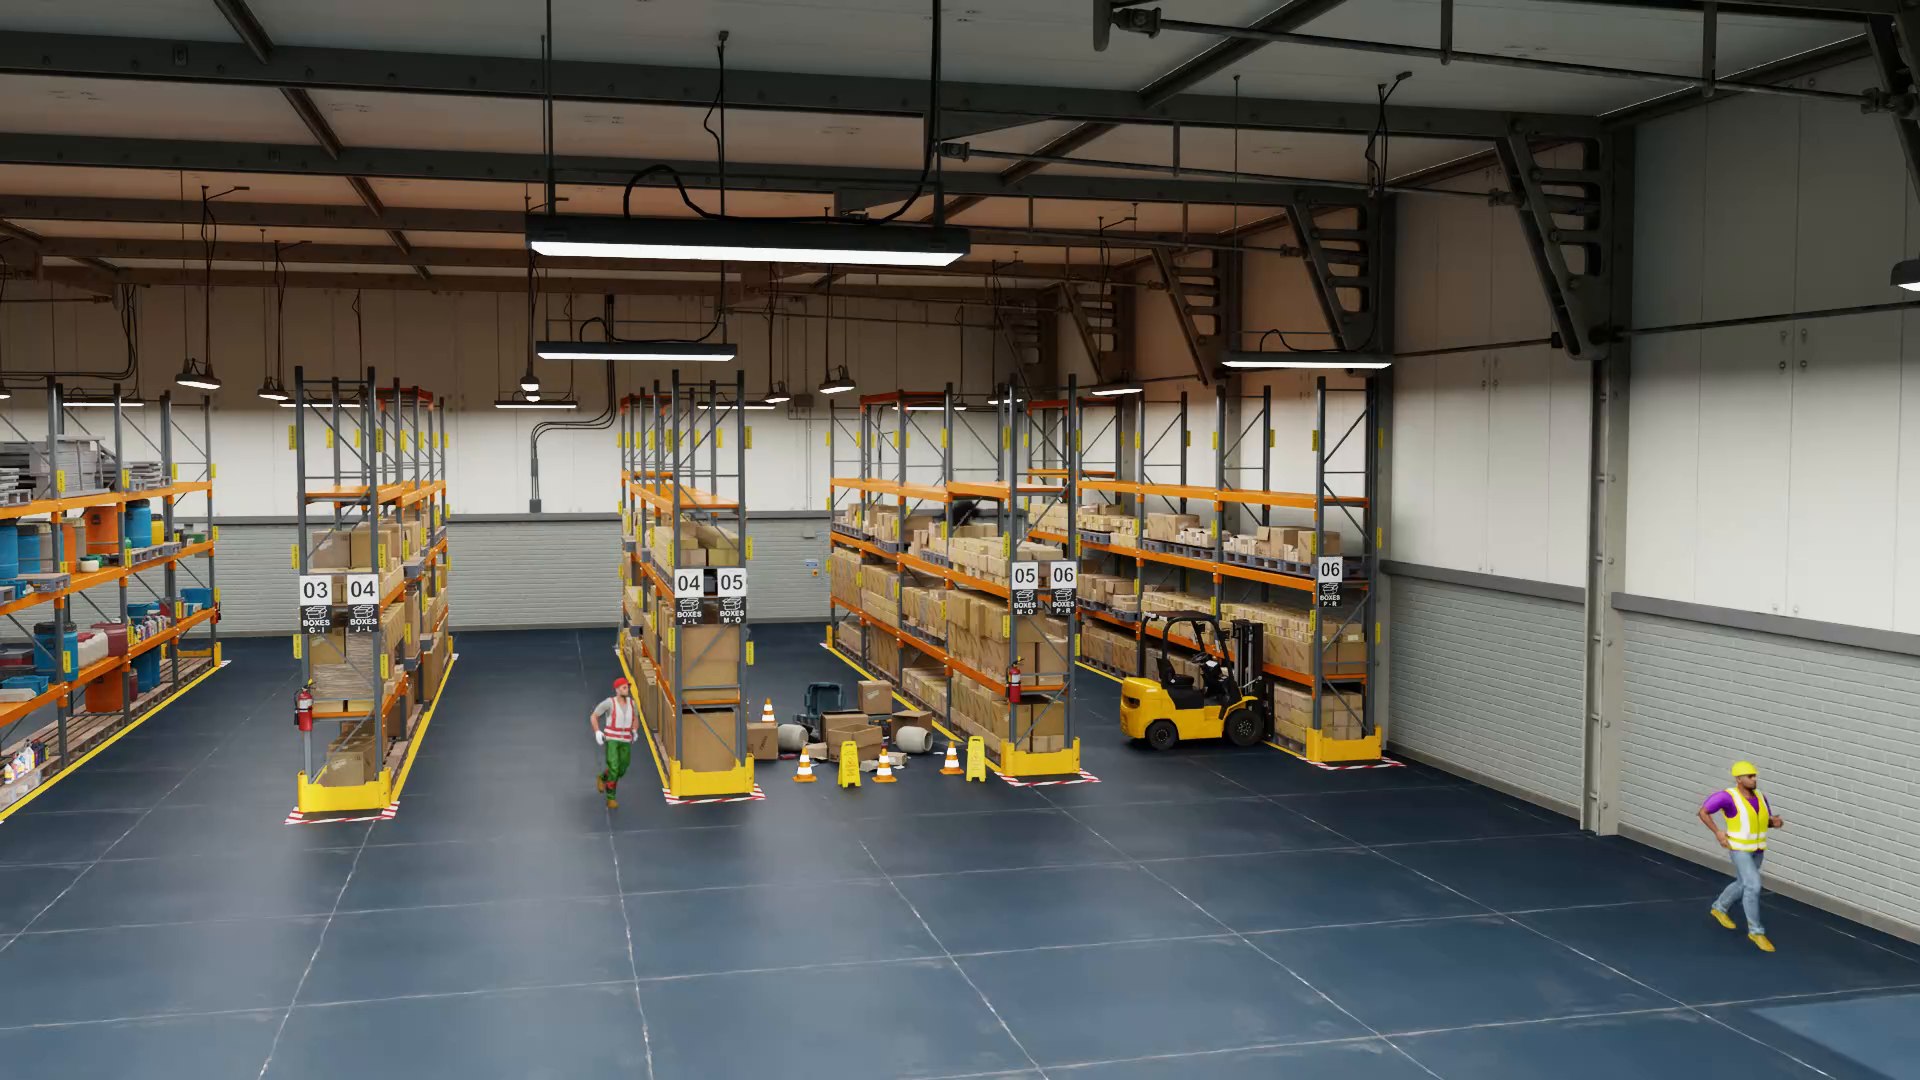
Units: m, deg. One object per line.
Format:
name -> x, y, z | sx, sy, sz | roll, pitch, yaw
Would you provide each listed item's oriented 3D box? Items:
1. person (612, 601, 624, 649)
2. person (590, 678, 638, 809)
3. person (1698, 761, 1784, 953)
person -> -7.945, 1.771, 40.052 | 0.819, 1.712, 0.611 | -1, 4, -20
person -> -4.756, 2.775, 22.988 | 0.717, 1.745, 0.747 | -3, 4, -41
person -> 7.838, 3.106, 16.590 | 0.686, 1.798, 0.848 | -2, 4, -26
